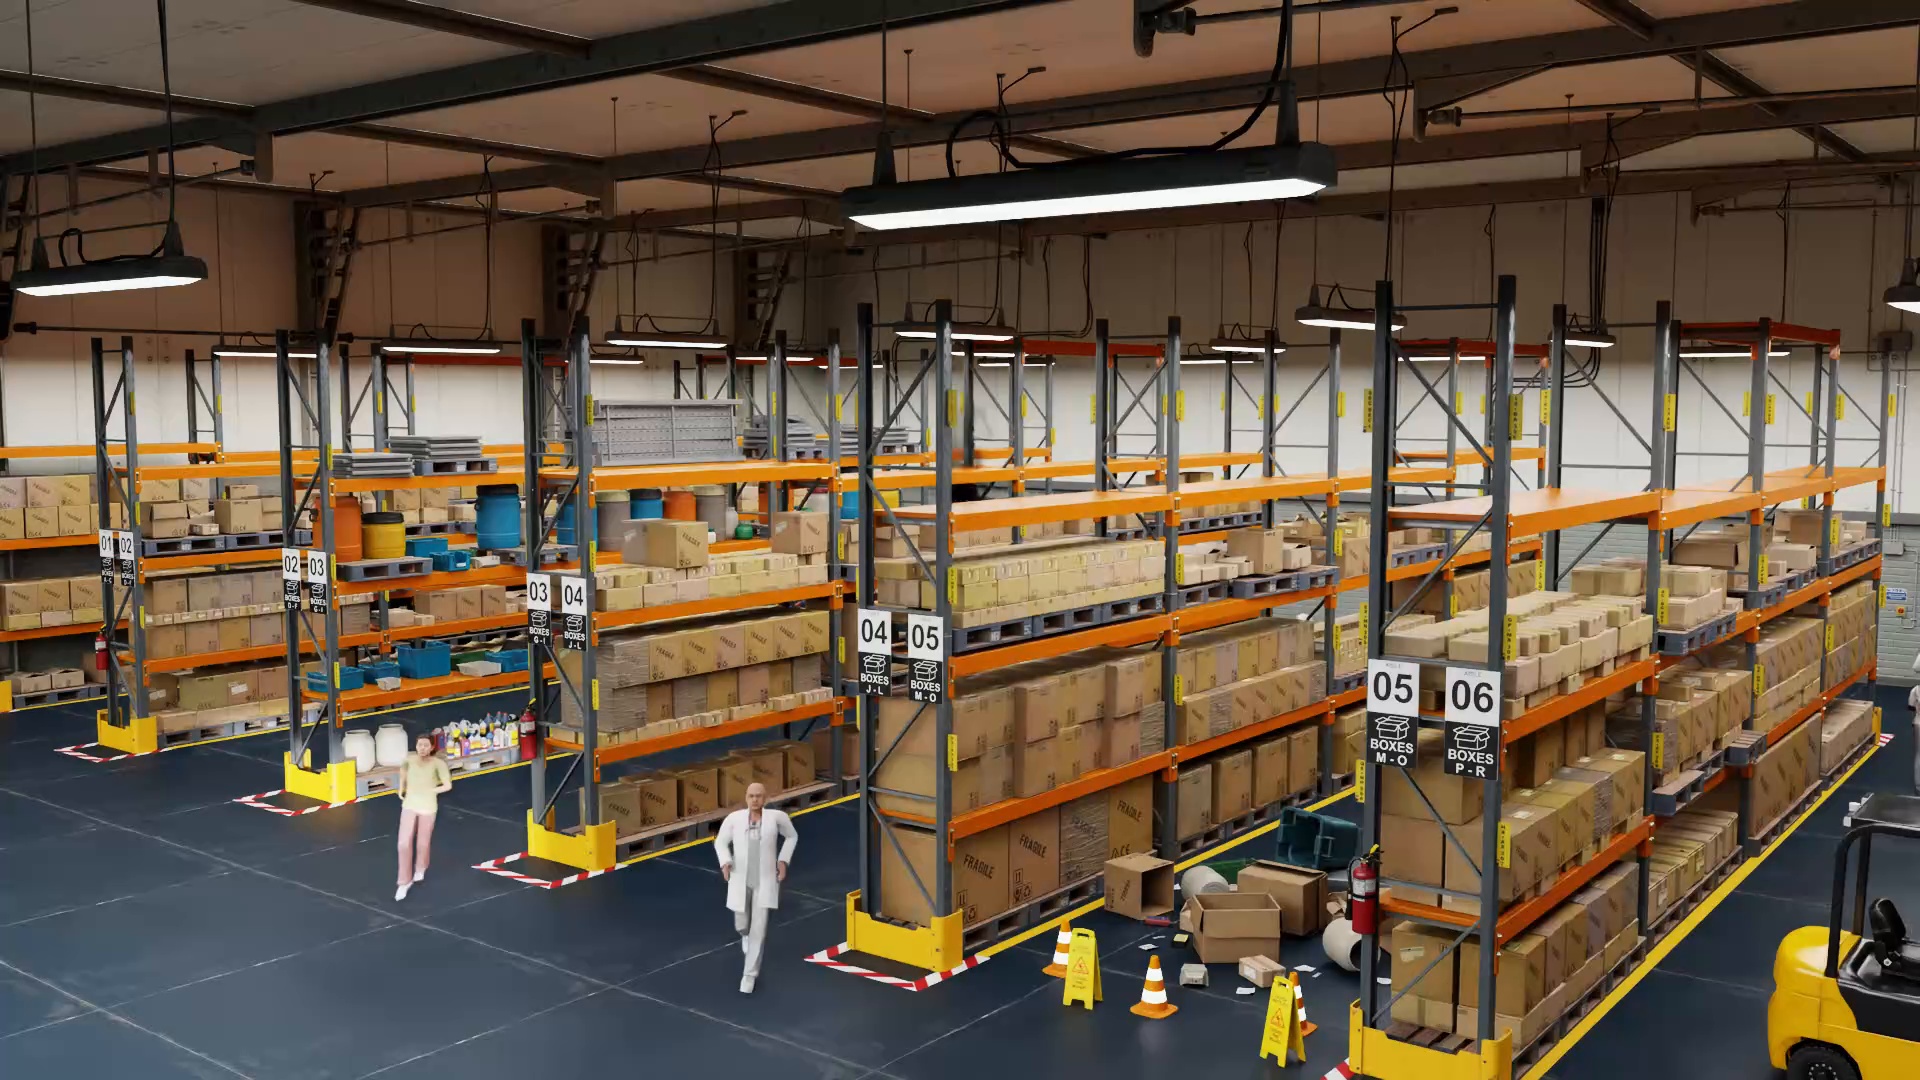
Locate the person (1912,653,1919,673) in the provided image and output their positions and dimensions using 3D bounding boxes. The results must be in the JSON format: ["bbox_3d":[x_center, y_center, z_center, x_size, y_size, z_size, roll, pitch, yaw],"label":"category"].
[{"bbox_3d":[14.586,2.164,24.848,0.653,1.682,0.854,3,6,28],"label":"person"}]

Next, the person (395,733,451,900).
[{"bbox_3d":[-5.573,2.846,17.372,0.573,1.722,0.760,0,5,-4],"label":"person"}]

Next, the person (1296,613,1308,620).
[{"bbox_3d":[5.325,2.047,25.852,0.658,1.822,0.734,5,7,44],"label":"person"}]

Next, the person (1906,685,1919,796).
[{"bbox_3d":[12.423,2.462,21.313,0.547,1.733,0.846,3,6,32],"label":"person"}]

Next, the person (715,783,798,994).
[{"bbox_3d":[-1.811,3.020,14.743,0.729,1.765,0.935,0,5,0],"label":"person"}]
